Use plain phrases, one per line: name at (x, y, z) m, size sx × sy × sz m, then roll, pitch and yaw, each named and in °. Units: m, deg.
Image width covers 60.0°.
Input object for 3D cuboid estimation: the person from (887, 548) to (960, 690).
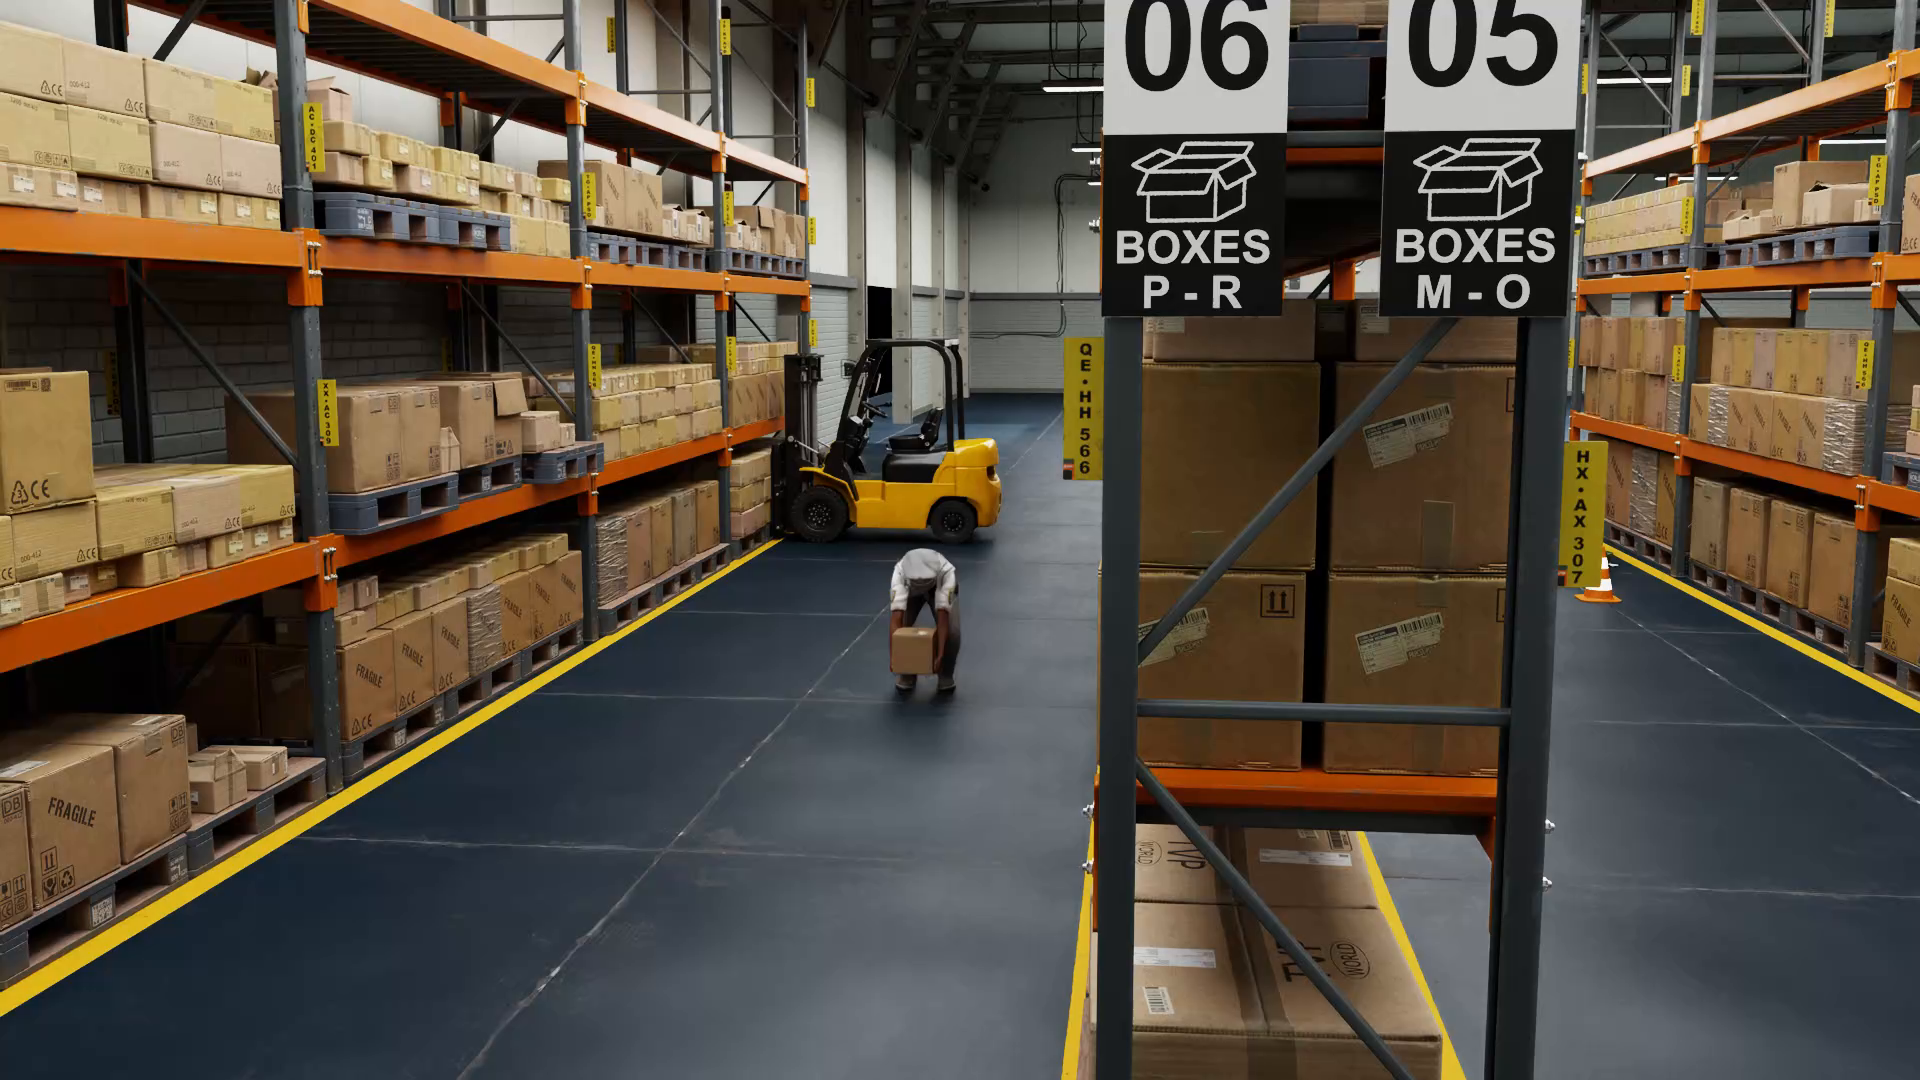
person at (-0.231, 0.499, 10.677) m, size 0.471 × 0.981 × 0.921 m, roll 1°, pitch 8°, yaw 4°
